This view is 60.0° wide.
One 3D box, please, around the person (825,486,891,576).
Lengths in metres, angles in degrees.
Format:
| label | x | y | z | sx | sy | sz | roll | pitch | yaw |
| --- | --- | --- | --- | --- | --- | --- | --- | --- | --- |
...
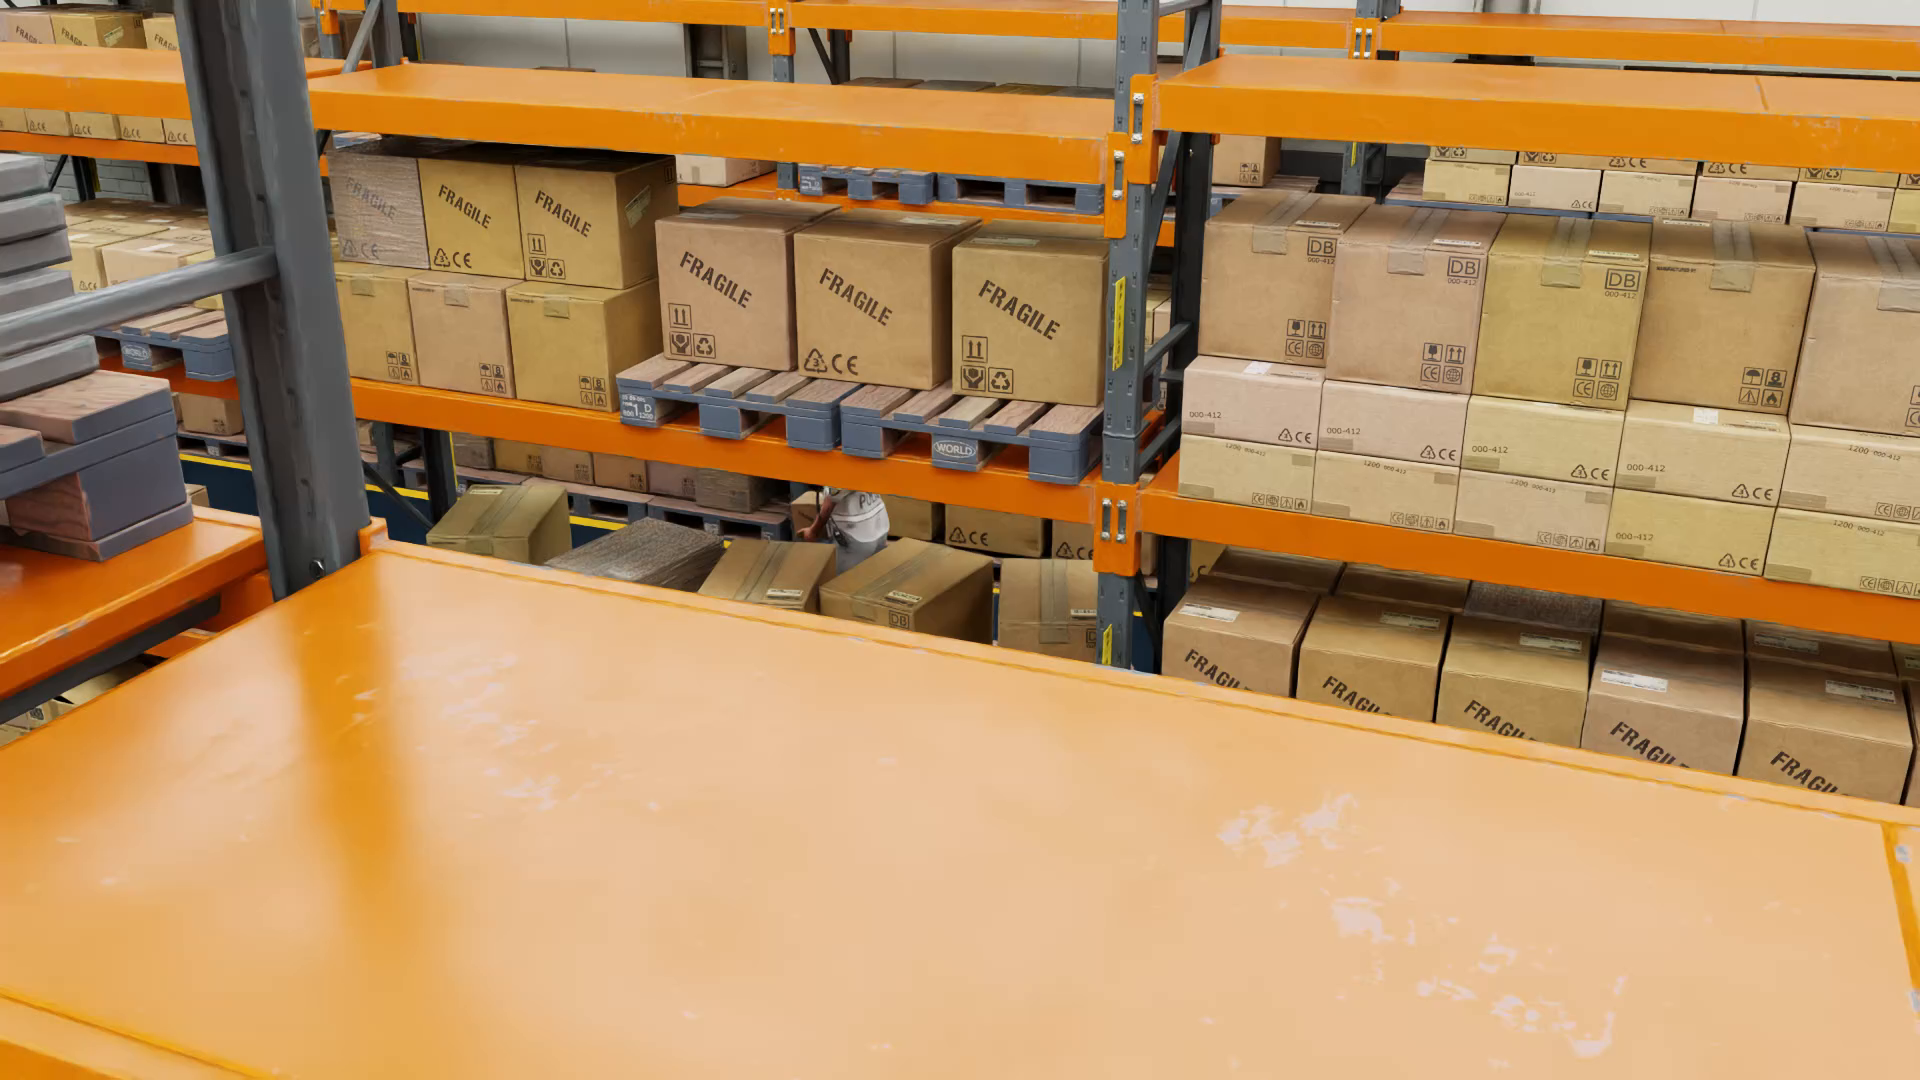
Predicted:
| label | x | y | z | sx | sy | sz | roll | pitch | yaw |
| --- | --- | --- | --- | --- | --- | --- | --- | --- | --- |
| person | -0.690 | -0.020 | 10.966 | 0.439 | 1.750 | 0.606 | 7 | 23 | 17 |
